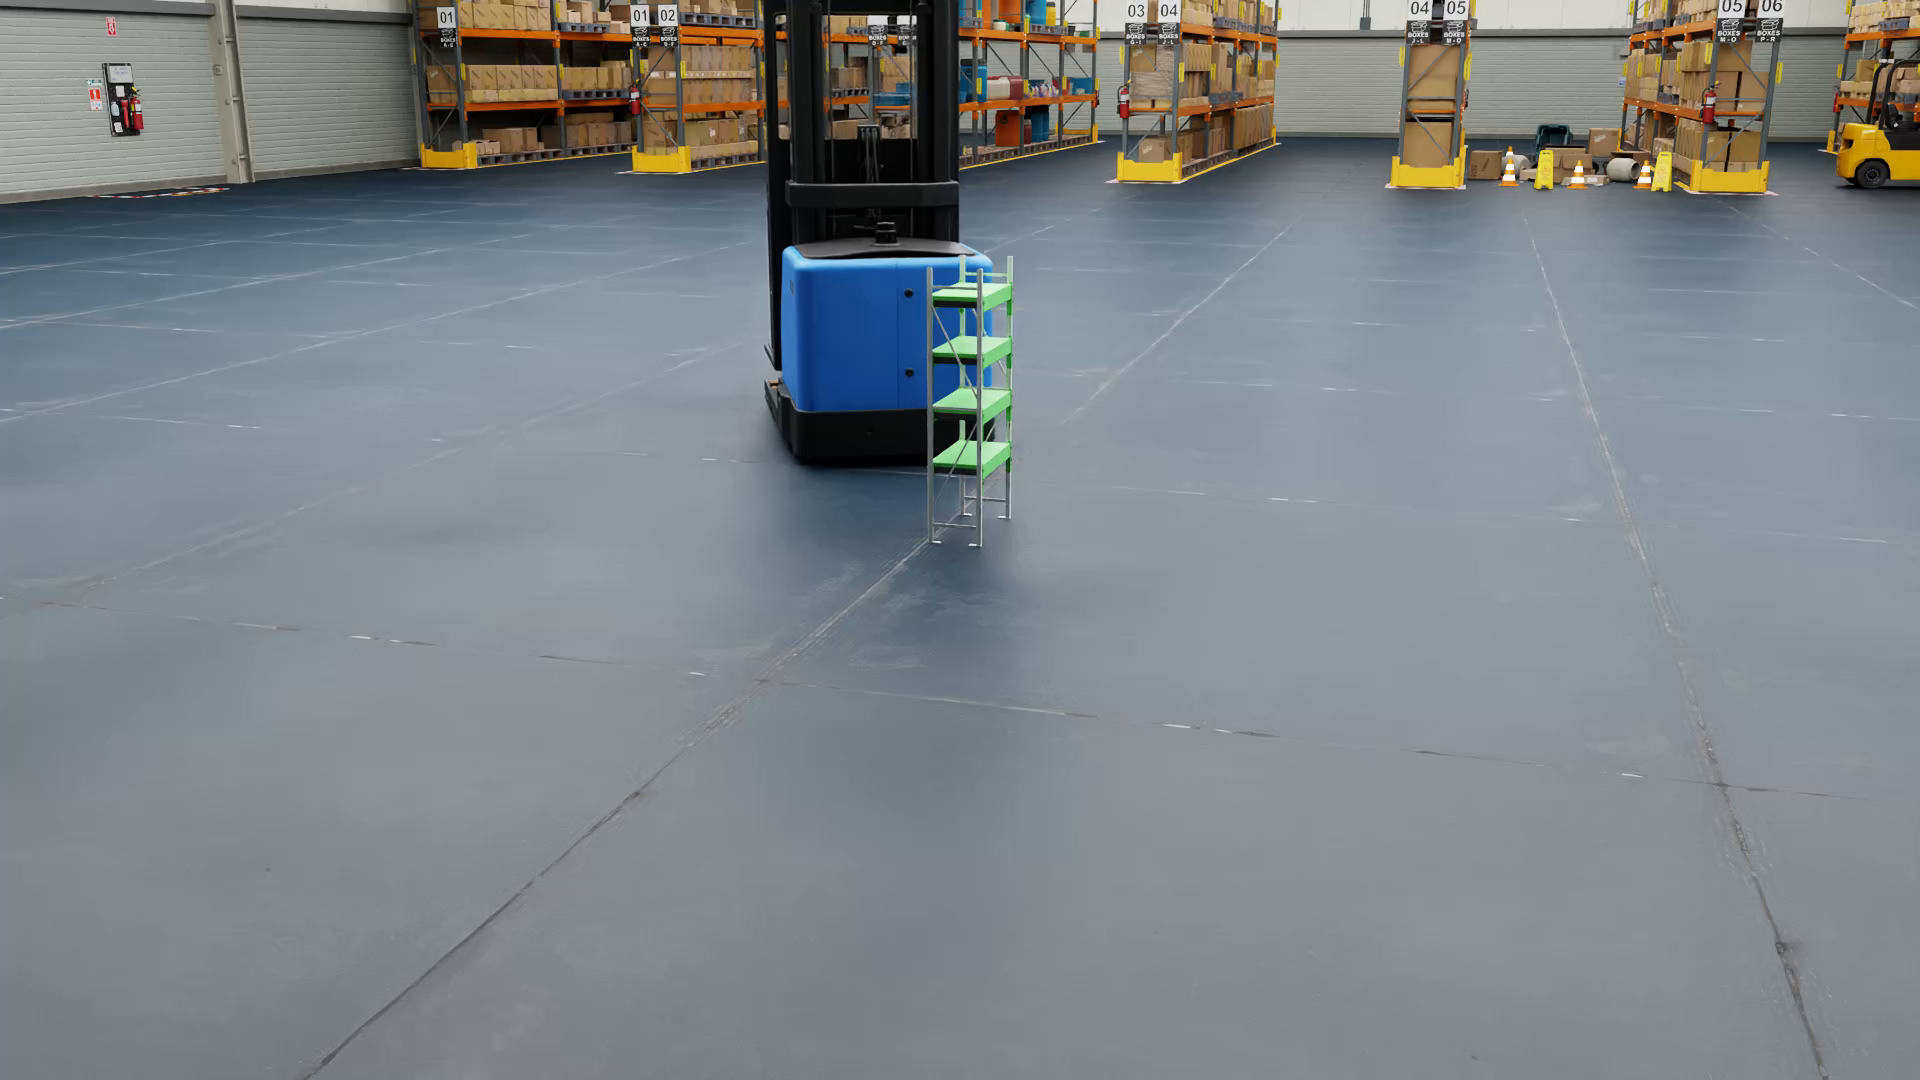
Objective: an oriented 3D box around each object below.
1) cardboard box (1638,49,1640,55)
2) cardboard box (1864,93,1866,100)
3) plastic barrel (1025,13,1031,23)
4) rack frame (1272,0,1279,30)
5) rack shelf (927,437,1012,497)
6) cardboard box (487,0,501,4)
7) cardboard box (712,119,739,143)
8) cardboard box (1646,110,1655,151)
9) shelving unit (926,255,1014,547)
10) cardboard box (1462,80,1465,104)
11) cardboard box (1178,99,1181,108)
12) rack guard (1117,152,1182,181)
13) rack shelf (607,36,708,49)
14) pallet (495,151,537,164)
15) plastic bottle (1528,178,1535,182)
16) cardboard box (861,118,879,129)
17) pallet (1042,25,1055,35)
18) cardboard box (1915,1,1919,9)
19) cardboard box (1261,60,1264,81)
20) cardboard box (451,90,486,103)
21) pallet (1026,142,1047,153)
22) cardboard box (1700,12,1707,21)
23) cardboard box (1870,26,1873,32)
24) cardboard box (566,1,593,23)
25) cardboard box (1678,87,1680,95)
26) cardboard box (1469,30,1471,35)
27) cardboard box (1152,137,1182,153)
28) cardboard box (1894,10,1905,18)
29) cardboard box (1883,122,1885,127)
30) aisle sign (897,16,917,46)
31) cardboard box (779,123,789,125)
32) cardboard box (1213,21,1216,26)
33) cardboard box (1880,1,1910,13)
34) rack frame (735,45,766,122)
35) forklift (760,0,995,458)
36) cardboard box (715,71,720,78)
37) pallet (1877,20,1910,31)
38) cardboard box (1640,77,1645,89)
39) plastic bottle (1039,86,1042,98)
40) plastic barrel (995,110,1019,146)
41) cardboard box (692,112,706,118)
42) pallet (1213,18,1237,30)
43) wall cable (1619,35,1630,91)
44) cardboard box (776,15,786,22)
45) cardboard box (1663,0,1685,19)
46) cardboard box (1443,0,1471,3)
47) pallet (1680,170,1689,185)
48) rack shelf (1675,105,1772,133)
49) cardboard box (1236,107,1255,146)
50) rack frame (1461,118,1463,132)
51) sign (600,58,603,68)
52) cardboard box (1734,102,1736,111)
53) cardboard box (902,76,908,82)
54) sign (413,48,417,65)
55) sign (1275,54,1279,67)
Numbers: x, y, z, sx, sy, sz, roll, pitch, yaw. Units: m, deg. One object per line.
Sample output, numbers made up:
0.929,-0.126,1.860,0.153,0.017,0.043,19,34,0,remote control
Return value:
16.667,-11.826,40.323,0.380,0.149,0.250,5,16,16,cardboard box
21.219,-10.289,38.568,0.380,0.149,0.250,5,17,17,cardboard box
1.540,-12.421,39.641,0.294,0.245,0.294,0,16,0,plastic barrel
8.041,-15.186,44.378,1.000,3.000,0.127,5,16,16,rack frame
0.047,-0.328,7.401,0.258,0.148,0.480,5,16,16,rack shelf
-10.085,-11.592,35.153,0.500,0.500,0.500,5,17,17,cardboard box
-5.080,-8.770,35.648,0.500,0.500,0.500,5,16,16,cardboard box
16.057,-9.259,37.601,0.875,0.875,0.875,5,17,17,cardboard box
0.047,-0.621,7.318,0.258,1.200,0.503,5,16,16,shelving unit
9.765,-8.914,33.077,0.500,0.500,0.500,5,17,16,cardboard box
3.893,-8.113,30.896,0.380,0.149,0.250,5,16,16,cardboard box
3.516,-6.931,30.850,1.175,0.500,0.348,5,16,16,rack guard
-7.911,-12.979,43.414,1.077,0.370,4.000,5,16,16,rack shelf
-10.118,-8.472,36.813,1.003,0.211,1.213,5,16,16,pallet
10.527,-6.625,30.573,0.133,0.061,0.283,-1,16,-3,plastic bottle
-2.458,-10.880,43.966,0.500,0.500,0.500,5,16,16,cardboard box
1.707,-12.480,40.681,1.003,0.211,1.213,5,16,16,pallet
20.142,-11.146,34.632,0.380,0.149,0.250,4,16,15,cardboard box
7.433,-11.919,42.209,0.500,0.500,0.500,5,16,16,cardboard box
-10.310,-9.307,34.882,0.500,0.250,0.500,4,16,14,cardboard box
1.551,-9.777,41.412,1.003,0.211,1.213,5,16,16,pallet
13.222,-9.188,29.188,0.380,0.149,0.250,4,16,15,cardboard box
21.386,-11.871,38.650,0.380,0.149,0.250,5,17,16,cardboard box
-9.034,-12.465,39.330,0.500,0.500,0.500,4,16,14,cardboard box
14.014,-8.629,31.946,0.380,0.149,0.250,5,17,17,cardboard box
12.316,-12.580,40.963,0.500,0.250,0.500,5,17,18,cardboard box
4.021,-7.597,32.427,0.500,0.500,0.500,6,17,21,cardboard box
20.411,-11.358,35.888,0.380,0.149,0.250,4,16,15,cardboard box
20.804,-9.261,37.105,0.380,0.149,0.250,4,16,14,cardboard box
-0.994,-9.707,31.291,0.394,0.787,0.004,5,16,16,aisle sign
-4.074,-9.570,38.813,0.500,0.311,0.500,5,17,17,cardboard box
5.594,-11.172,35.999,0.500,0.250,0.500,5,17,17,cardboard box
21.078,-12.006,37.478,0.500,0.250,0.500,5,16,16,cardboard box
-6.206,-13.452,49.259,1.000,3.000,0.127,5,16,16,rack frame
-0.594,-2.189,9.674,1.130,2.935,3.031,-3,16,-10,forklift
-5.247,-9.731,34.769,0.380,0.149,0.250,5,17,16,cardboard box
20.913,-11.288,36.478,1.213,0.211,1.003,5,16,16,pallet
16.010,-10.560,38.421,0.500,0.250,0.500,4,16,14,cardboard box
1.980,-11.066,41.059,0.061,0.283,0.133,5,16,16,plastic bottle
1.141,-9.878,39.866,0.600,0.830,0.708,5,16,16,plastic barrel
-7.403,-11.393,45.171,0.750,0.750,0.750,5,17,17,cardboard box
5.200,-10.938,35.242,1.213,0.211,1.003,5,16,16,pallet
19.122,-13.512,47.552,0.585,1.953,0.123,5,16,16,wall cable
-4.264,-11.998,38.140,0.500,0.250,0.500,3,16,11,cardboard box
15.231,-11.243,35.016,0.797,0.503,0.637,4,16,12,cardboard box
9.464,-10.365,31.654,0.500,0.250,0.500,4,16,15,cardboard box
13.630,-6.552,30.041,1.003,0.211,1.213,5,16,16,pallet
13.564,-7.522,29.672,1.077,0.370,4.000,5,16,16,rack shelf
6.488,-10.030,40.319,1.225,0.875,0.875,4,16,14,cardboard box
12.768,-11.889,43.747,1.000,3.000,0.127,5,16,16,rack frame
-9.013,-11.958,41.871,0.100,0.325,0.005,5,16,16,sign
13.348,-7.364,28.257,0.380,0.149,0.250,5,17,17,cardboard box
-1.757,-12.581,46.004,0.500,0.500,0.500,4,16,15,cardboard box
-11.280,-10.023,34.470,0.100,0.325,0.005,5,16,16,sign
8.557,-12.925,44.845,0.100,0.325,0.005,5,16,16,sign
